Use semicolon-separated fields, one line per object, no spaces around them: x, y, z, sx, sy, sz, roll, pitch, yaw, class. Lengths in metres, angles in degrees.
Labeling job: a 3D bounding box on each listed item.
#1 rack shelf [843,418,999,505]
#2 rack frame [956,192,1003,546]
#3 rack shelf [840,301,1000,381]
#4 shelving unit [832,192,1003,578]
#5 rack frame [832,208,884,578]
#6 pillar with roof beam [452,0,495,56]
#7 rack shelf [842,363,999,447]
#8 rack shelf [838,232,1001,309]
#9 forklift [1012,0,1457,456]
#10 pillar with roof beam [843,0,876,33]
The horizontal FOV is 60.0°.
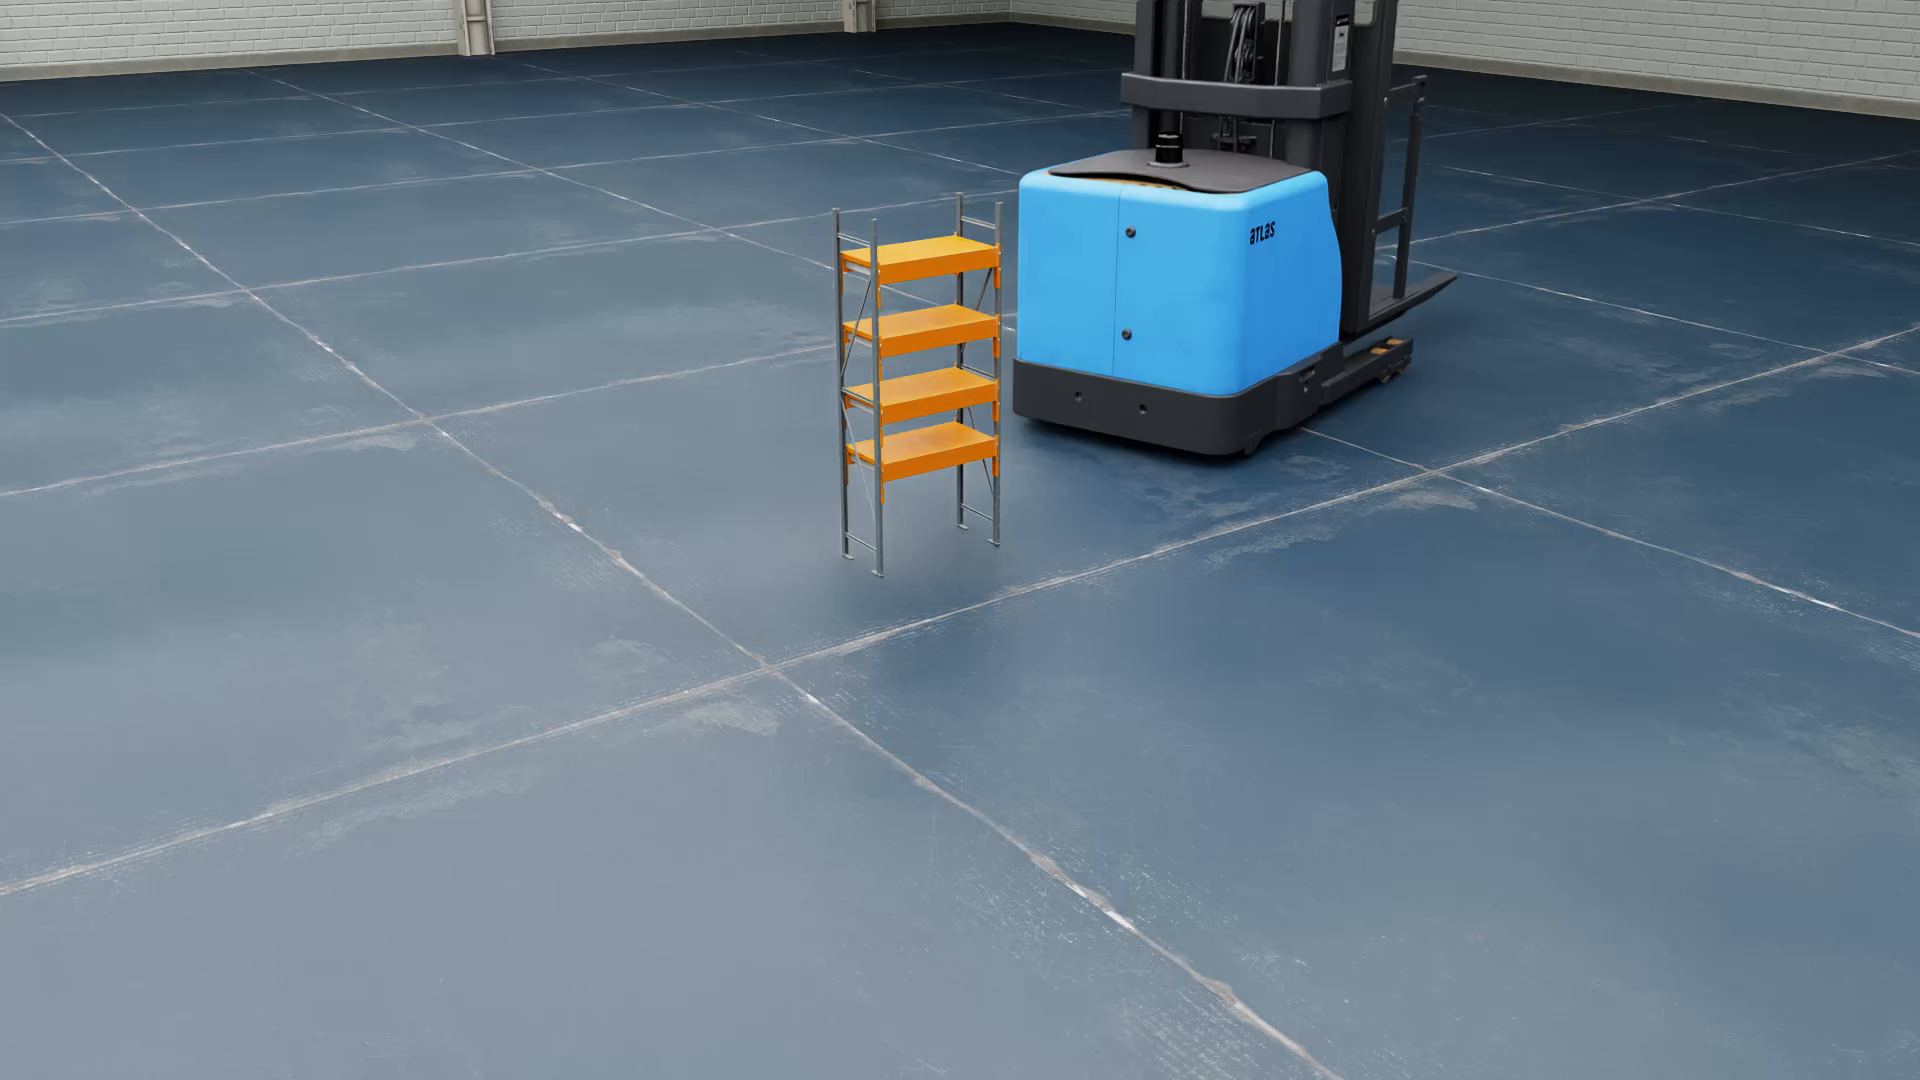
-0.134;-0.275;5.683;0.480;0.148;0.258;-15;26;-33;rack shelf
0.064;-0.574;5.717;0.015;1.200;0.240;-15;26;-33;rack frame
-0.134;-0.667;5.526;0.480;0.148;0.258;-15;26;-33;rack shelf
-0.134;-0.521;5.584;0.503;1.200;0.258;-15;26;-33;shelving unit
-0.332;-0.469;5.452;0.015;1.200;0.240;-15;26;-33;rack frame
-3.881;-9.314;17.096;0.400;9.000;9.100;-15;26;-33;pillar with roof beam
-0.134;-0.459;5.609;0.480;0.148;0.258;-15;26;-33;rack shelf
-0.134;-0.886;5.439;0.480;0.148;0.258;-15;26;-33;rack shelf
1.488;-2.180;7.405;1.130;2.935;3.031;15;26;33;forklift
0.989;-10.613;20.351;0.400;9.000;9.100;-15;26;-33;pillar with roof beam
